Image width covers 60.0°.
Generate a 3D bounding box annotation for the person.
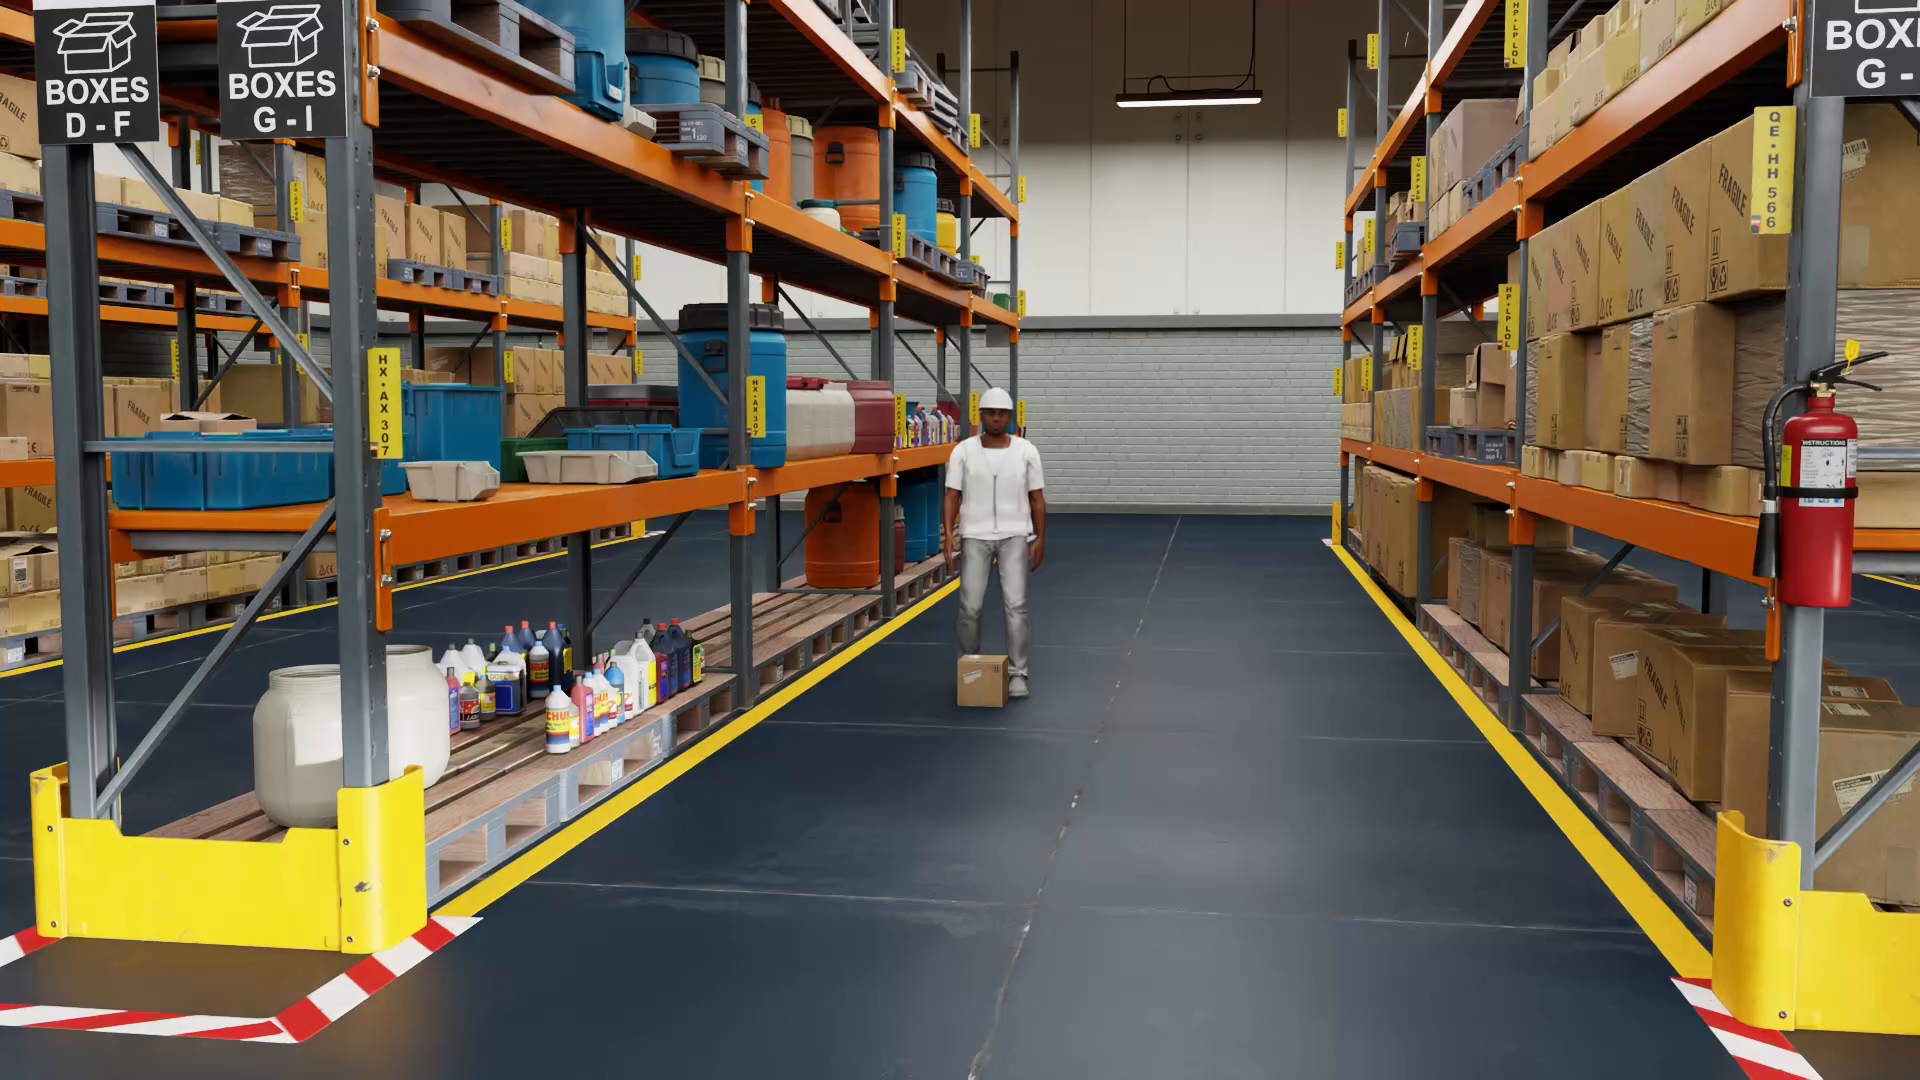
[{"bbox_3d":[0.201,0.011,9.575,0.597,1.775,0.579,0,4,0],"label":"person"}]
